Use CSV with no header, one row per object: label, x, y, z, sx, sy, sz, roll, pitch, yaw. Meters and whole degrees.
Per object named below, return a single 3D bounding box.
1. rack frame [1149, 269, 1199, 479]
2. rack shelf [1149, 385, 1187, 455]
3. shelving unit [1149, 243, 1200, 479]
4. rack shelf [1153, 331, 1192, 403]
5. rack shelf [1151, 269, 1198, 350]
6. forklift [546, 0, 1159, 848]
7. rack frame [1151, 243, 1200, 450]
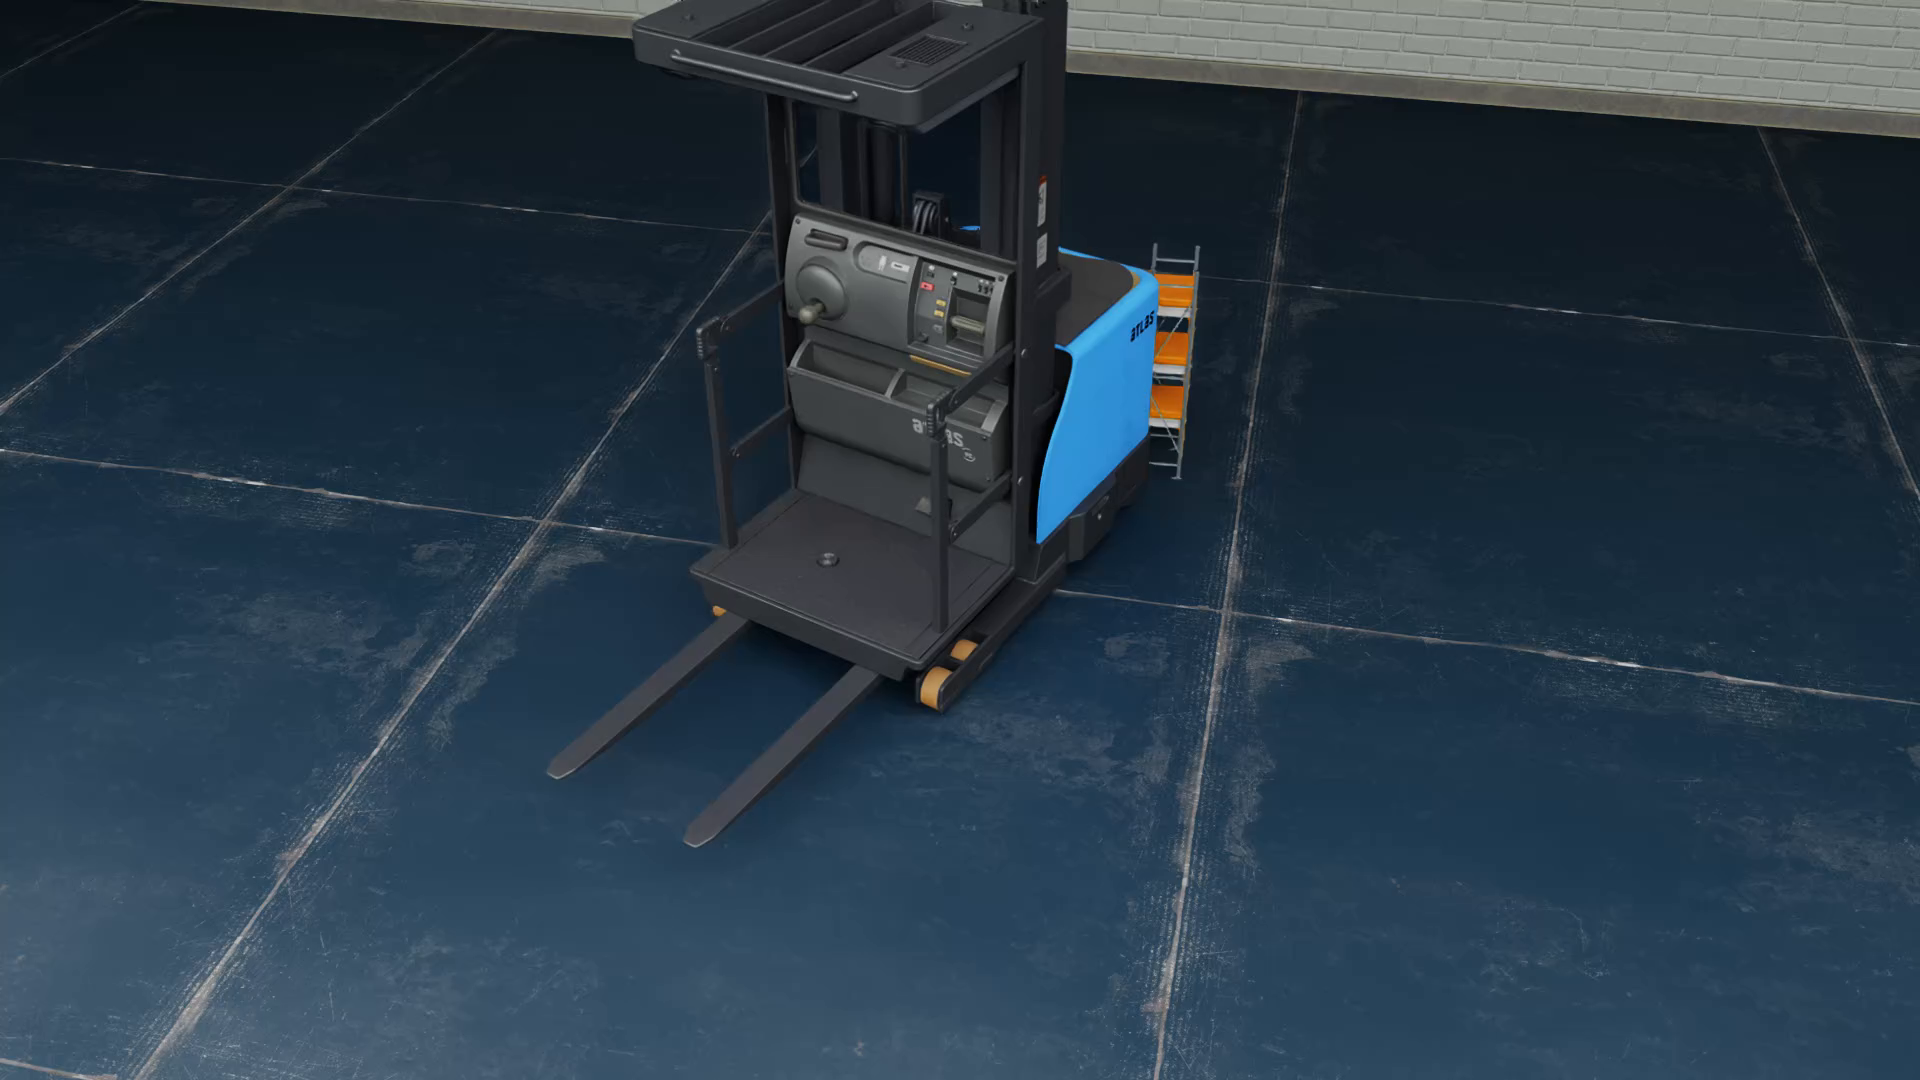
rack frame,0.911,-0.715,7.342,0.200,1.050,0.008,4,36,6
rack shelf,0.926,-0.553,7.610,0.215,0.259,0.240,4,36,6
shelving unit,0.926,-0.787,7.440,0.215,1.050,0.252,4,36,6
rack shelf,0.926,-0.778,7.447,0.215,0.259,0.240,4,36,6
rack shelf,0.927,-1.008,7.280,0.215,0.259,0.240,4,36,6
forklift,-0.353,-0.851,5.926,1.130,2.935,3.031,20,40,25
rack frame,0.941,-0.858,7.538,0.200,1.050,0.008,4,36,6
